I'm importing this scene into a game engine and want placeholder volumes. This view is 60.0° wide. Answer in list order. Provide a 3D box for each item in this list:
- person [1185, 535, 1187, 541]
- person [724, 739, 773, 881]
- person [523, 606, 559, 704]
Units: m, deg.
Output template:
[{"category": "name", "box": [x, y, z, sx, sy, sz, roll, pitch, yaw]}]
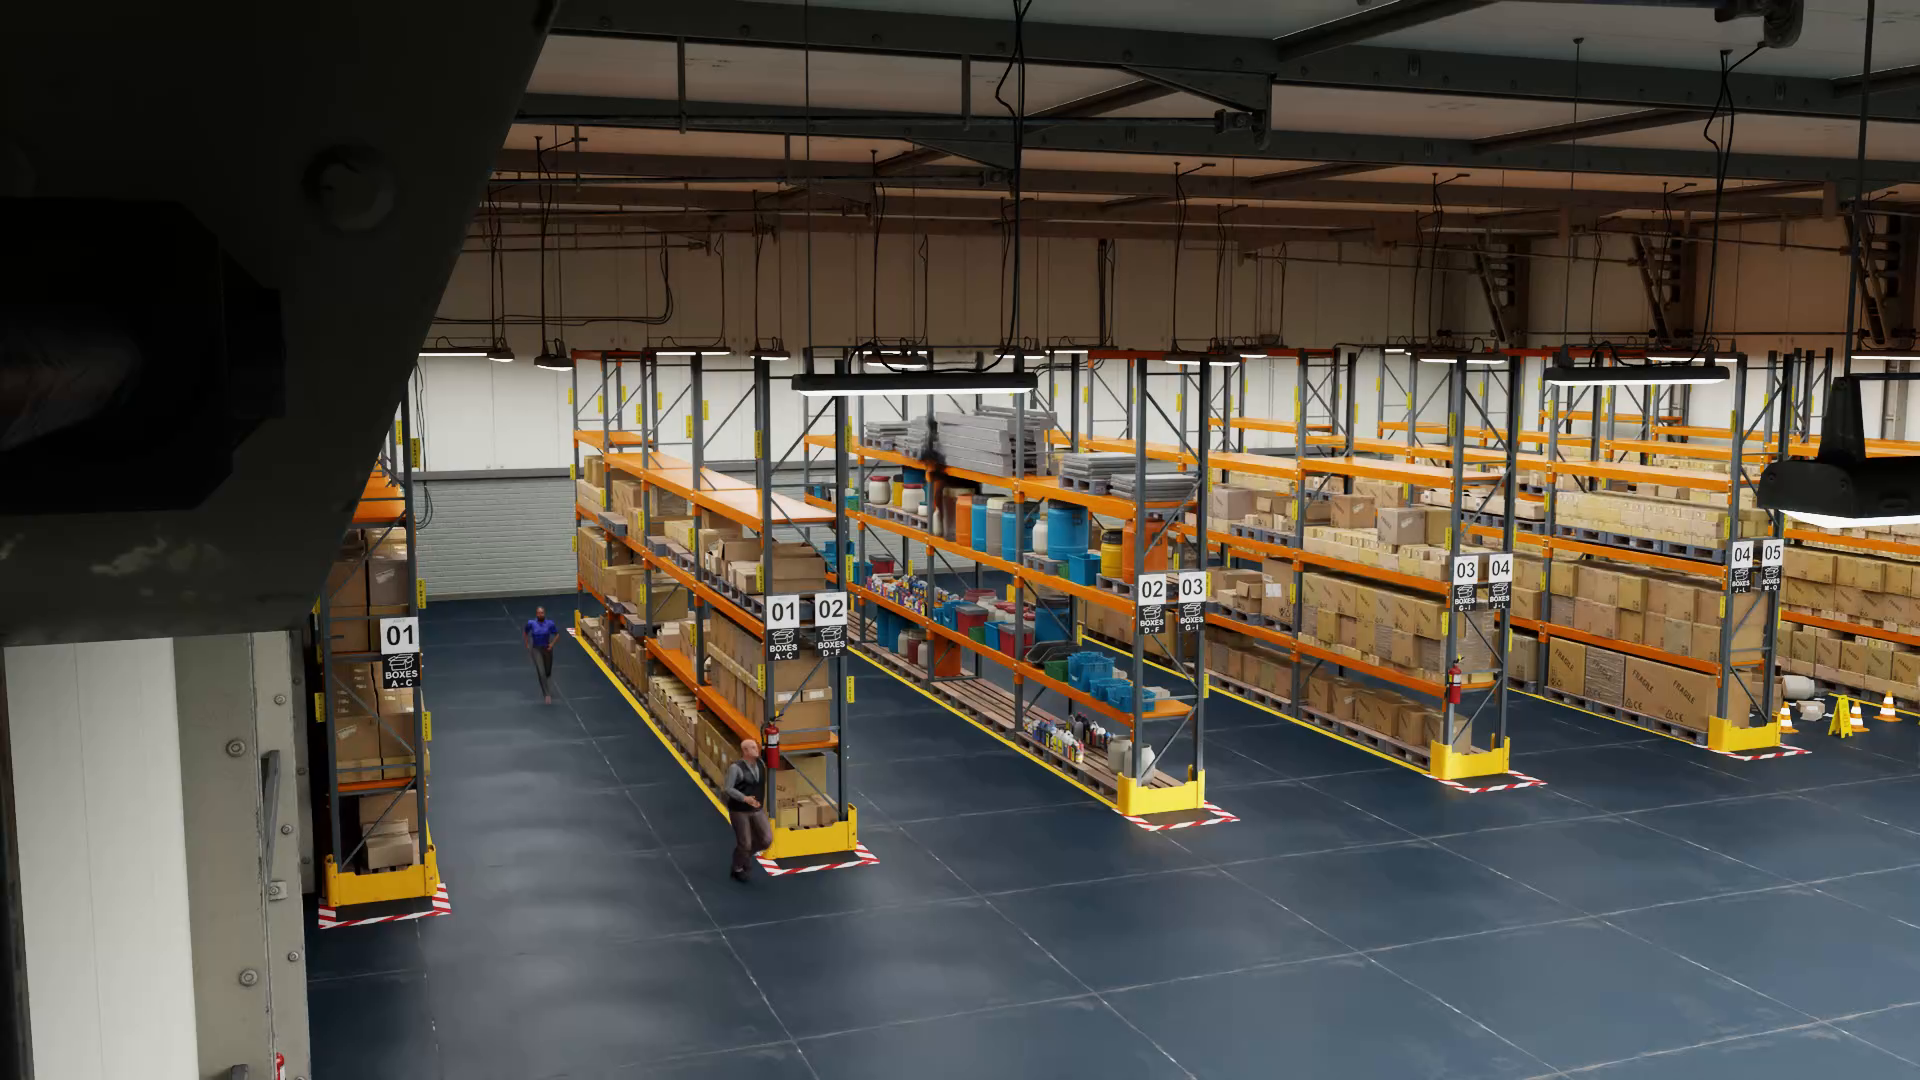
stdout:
[{"category": "person", "box": [5.128, 0.727, 38.277, 0.708, 1.743, 0.786, -3, 8, -20]}, {"category": "person", "box": [-2.409, 3.127, 19.231, 0.586, 1.678, 0.679, 6, 9, 40]}, {"category": "person", "box": [-7.250, 1.989, 28.842, 0.599, 1.571, 0.898, -2, 7, -18]}]
